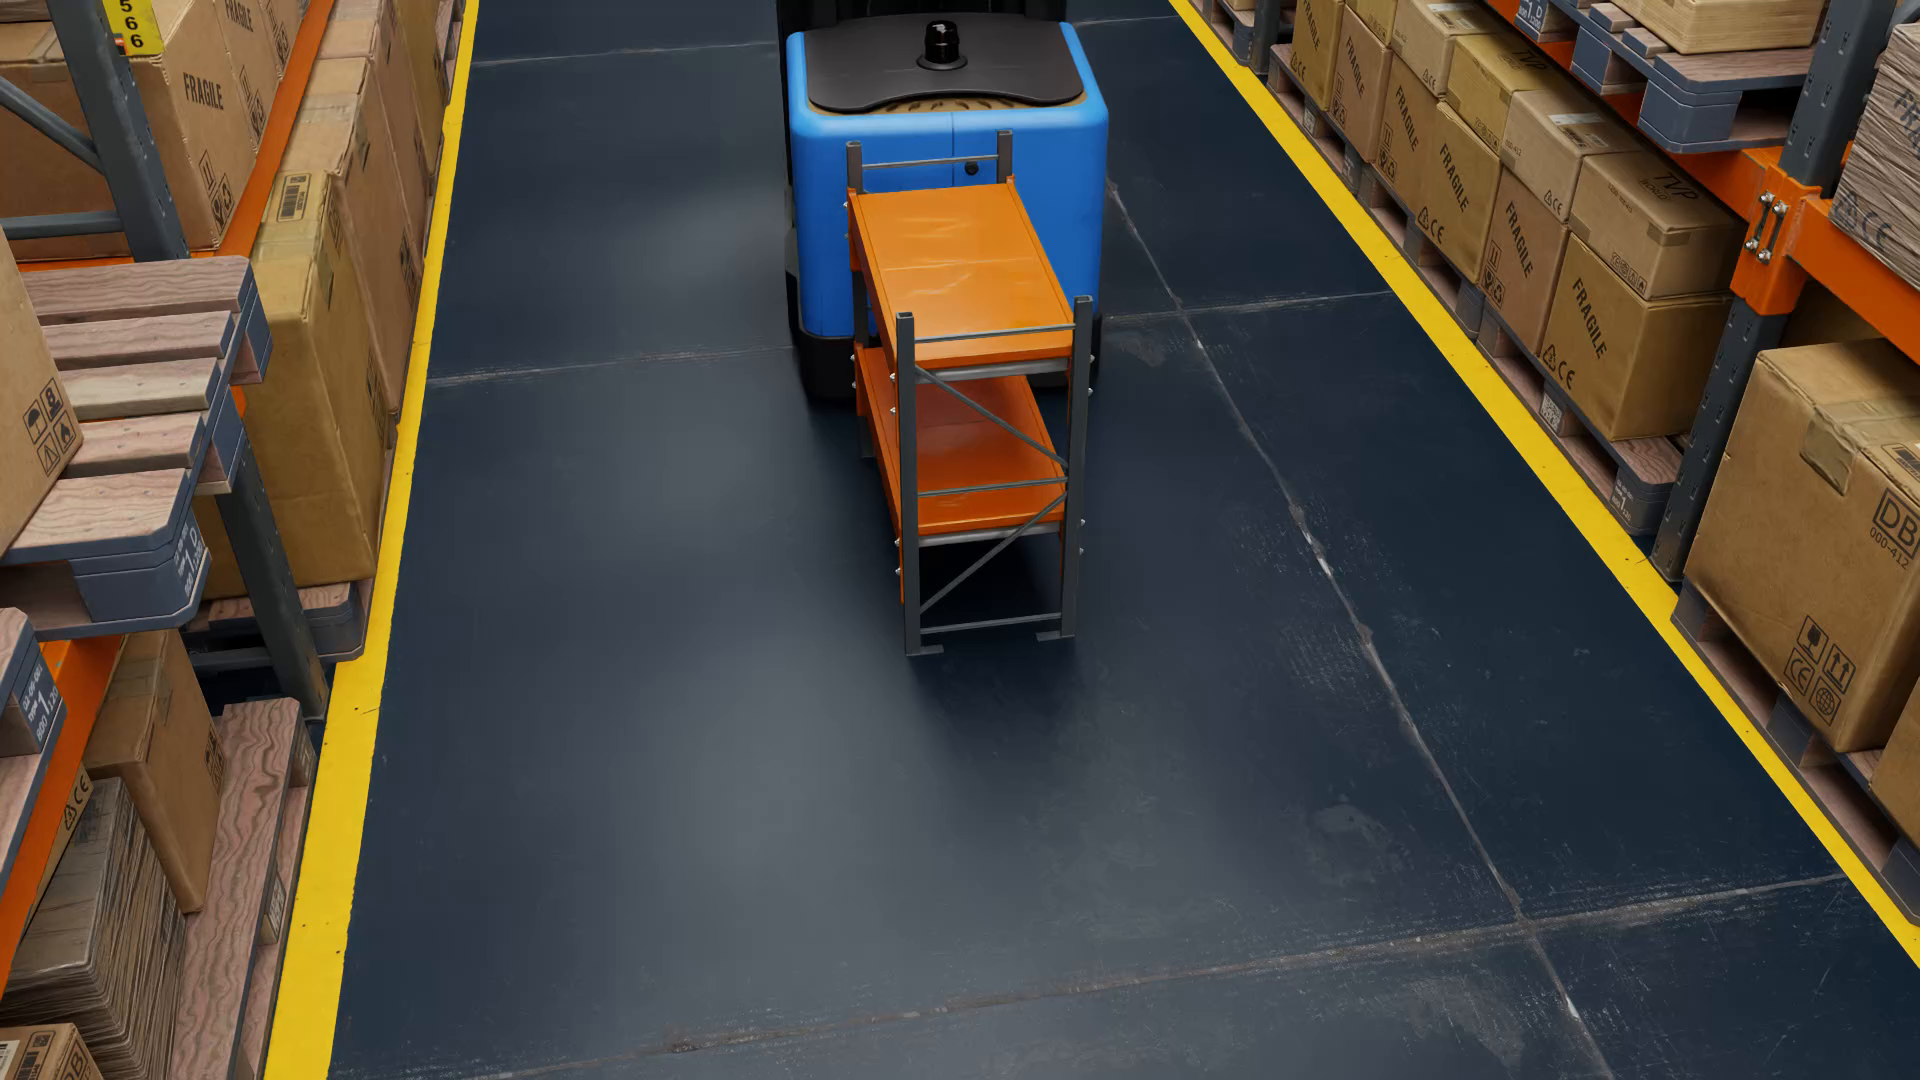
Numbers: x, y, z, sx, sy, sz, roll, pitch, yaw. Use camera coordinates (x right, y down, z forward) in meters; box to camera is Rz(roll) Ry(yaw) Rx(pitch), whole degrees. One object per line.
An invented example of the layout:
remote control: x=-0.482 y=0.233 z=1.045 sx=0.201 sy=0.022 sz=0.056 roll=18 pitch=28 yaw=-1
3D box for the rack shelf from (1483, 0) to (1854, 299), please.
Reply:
rack shelf: x=2.290 y=-2.060 z=6.043 sx=1.077 sy=0.370 sz=4.000 roll=-6 pitch=38 yaw=-8

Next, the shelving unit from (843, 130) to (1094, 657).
shelving unit: x=-0.001 y=-0.448 z=4.910 sx=0.538 sy=1.125 sz=1.048 roll=-6 pitch=38 yaw=-8

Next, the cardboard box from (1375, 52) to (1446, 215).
cardboard box: x=2.007 y=-1.622 z=6.588 sx=0.500 sy=0.500 sz=0.500 roll=-6 pitch=38 yaw=-7

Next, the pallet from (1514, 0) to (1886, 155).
pallet: x=2.410 y=-1.480 z=4.866 sx=1.213 sy=0.211 sz=1.003 roll=-6 pitch=38 yaw=-8

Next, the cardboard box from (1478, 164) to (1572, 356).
cardboard box: x=2.180 y=-0.998 z=5.785 sx=0.500 sy=0.500 sz=0.500 roll=-5 pitch=38 yaw=-6

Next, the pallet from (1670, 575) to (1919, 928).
pallet: x=2.704 y=0.449 z=4.500 sx=1.003 sy=0.211 sz=1.213 roll=-6 pitch=38 yaw=-8

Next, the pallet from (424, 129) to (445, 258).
pallet: x=-2.752 y=-1.521 z=7.035 sx=1.003 sy=0.211 sz=1.213 roll=-6 pitch=38 yaw=-8

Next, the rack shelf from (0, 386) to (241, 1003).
rack shelf: x=-1.910 y=0.828 z=2.325 sx=1.077 sy=0.370 sz=4.000 roll=-6 pitch=38 yaw=-8

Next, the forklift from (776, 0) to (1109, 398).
forklift: x=-0.170 y=-2.541 z=6.132 sx=1.130 sy=2.935 sz=3.031 roll=-4 pitch=38 yaw=-4

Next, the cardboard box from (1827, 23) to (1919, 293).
cardboard box: x=2.453 y=-0.876 z=3.851 sx=0.500 sy=0.500 sz=0.500 roll=-6 pitch=38 yaw=-7

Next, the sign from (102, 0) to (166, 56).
sign: x=-1.728 y=-1.154 z=3.411 sx=0.100 sy=0.325 sz=0.005 roll=-6 pitch=38 yaw=-8

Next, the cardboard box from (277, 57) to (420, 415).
cardboard box: x=-2.510 y=-0.949 z=5.416 sx=1.225 sy=0.875 sz=0.875 roll=-6 pitch=38 yaw=-8

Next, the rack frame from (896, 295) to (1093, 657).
rack frame: x=0.088 y=-0.141 z=4.515 sx=0.500 sy=1.125 sz=0.032 roll=-6 pitch=38 yaw=-8

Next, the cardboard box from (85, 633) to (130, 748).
cardboard box: x=-2.114 y=0.255 z=3.545 sx=0.500 sy=0.250 sz=0.500 roll=-5 pitch=38 yaw=-6

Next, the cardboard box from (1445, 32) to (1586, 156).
cardboard box: x=2.089 y=-1.609 z=5.960 sx=0.500 sy=0.250 sz=0.500 roll=-5 pitch=38 yaw=-7

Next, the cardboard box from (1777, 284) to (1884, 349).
cardboard box: x=2.767 y=-0.770 z=5.491 sx=0.500 sy=0.500 sz=0.500 roll=-8 pitch=39 yaw=-10

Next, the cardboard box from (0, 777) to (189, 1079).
cardboard box: x=-2.014 y=0.886 z=3.344 sx=0.700 sy=0.500 sz=0.500 roll=-9 pitch=39 yaw=-12

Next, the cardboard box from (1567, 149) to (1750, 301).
cardboard box: x=2.262 y=-0.996 z=5.171 sx=0.500 sy=0.250 sz=0.500 roll=-7 pitch=38 yaw=-9

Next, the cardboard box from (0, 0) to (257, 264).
cardboard box: x=-2.078 y=-1.026 z=4.044 sx=0.500 sy=0.500 sz=0.500 roll=-5 pitch=38 yaw=-7

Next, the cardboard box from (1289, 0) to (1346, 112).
cardboard box: x=1.807 y=-2.256 z=7.404 sx=0.500 sy=0.500 sz=0.500 roll=-5 pitch=38 yaw=-6

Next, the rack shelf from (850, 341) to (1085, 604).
rack shelf: x=-0.001 y=-0.255 z=5.060 sx=0.538 sy=0.278 sz=1.000 roll=-6 pitch=38 yaw=-8

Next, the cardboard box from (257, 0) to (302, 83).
cardboard box: x=-2.264 y=-1.647 z=4.843 sx=0.500 sy=0.500 sz=0.500 roll=-7 pitch=38 yaw=-9

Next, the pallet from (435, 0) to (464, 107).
pallet: x=-3.018 y=-2.446 z=8.227 sx=1.003 sy=0.211 sz=1.213 roll=-6 pitch=38 yaw=-8

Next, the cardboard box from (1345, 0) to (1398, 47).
cardboard box: x=1.904 y=-2.231 z=6.761 sx=0.500 sy=0.250 sz=0.500 roll=-5 pitch=38 yaw=-7

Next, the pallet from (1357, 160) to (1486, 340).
pallet: x=2.294 y=-1.243 z=6.677 sx=1.003 sy=0.211 sz=1.213 roll=-6 pitch=38 yaw=-8

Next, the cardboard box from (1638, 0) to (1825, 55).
cardboard box: x=2.101 y=-1.451 z=4.536 sx=0.380 sy=0.149 sz=0.250 roll=-6 pitch=38 yaw=-7

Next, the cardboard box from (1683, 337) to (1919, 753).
cardboard box: x=2.658 y=-0.036 z=4.343 sx=1.050 sy=0.750 sz=0.750 roll=-7 pitch=38 yaw=-9

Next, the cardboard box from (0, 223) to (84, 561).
cardboard box: x=-1.930 y=-0.221 z=2.666 sx=0.700 sy=0.500 sz=0.500 roll=-1 pitch=38 yaw=-1

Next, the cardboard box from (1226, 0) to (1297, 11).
cardboard box: x=1.535 y=-2.793 z=8.381 sx=0.380 sy=0.149 sz=0.250 roll=-6 pitch=38 yaw=-7

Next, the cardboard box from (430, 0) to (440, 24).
cardboard box: x=-2.999 y=-2.814 z=7.817 sx=0.875 sy=0.875 sz=0.875 roll=-6 pitch=38 yaw=-8

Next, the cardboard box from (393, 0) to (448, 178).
cardboard box: x=-2.830 y=-2.022 z=6.798 sx=1.225 sy=0.875 sz=0.875 roll=-6 pitch=38 yaw=-8

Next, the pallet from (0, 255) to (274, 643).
pallet: x=-2.031 y=-0.169 z=3.179 sx=1.213 sy=0.211 sz=1.003 roll=-6 pitch=38 yaw=-8

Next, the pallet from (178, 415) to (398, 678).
pallet: x=-2.325 y=-0.047 z=5.138 sx=1.003 sy=0.211 sz=1.213 roll=-6 pitch=38 yaw=-8

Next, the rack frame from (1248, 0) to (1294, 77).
rack frame: x=1.939 y=-3.552 z=7.378 sx=1.000 sy=3.000 sz=0.127 roll=-6 pitch=38 yaw=-8
